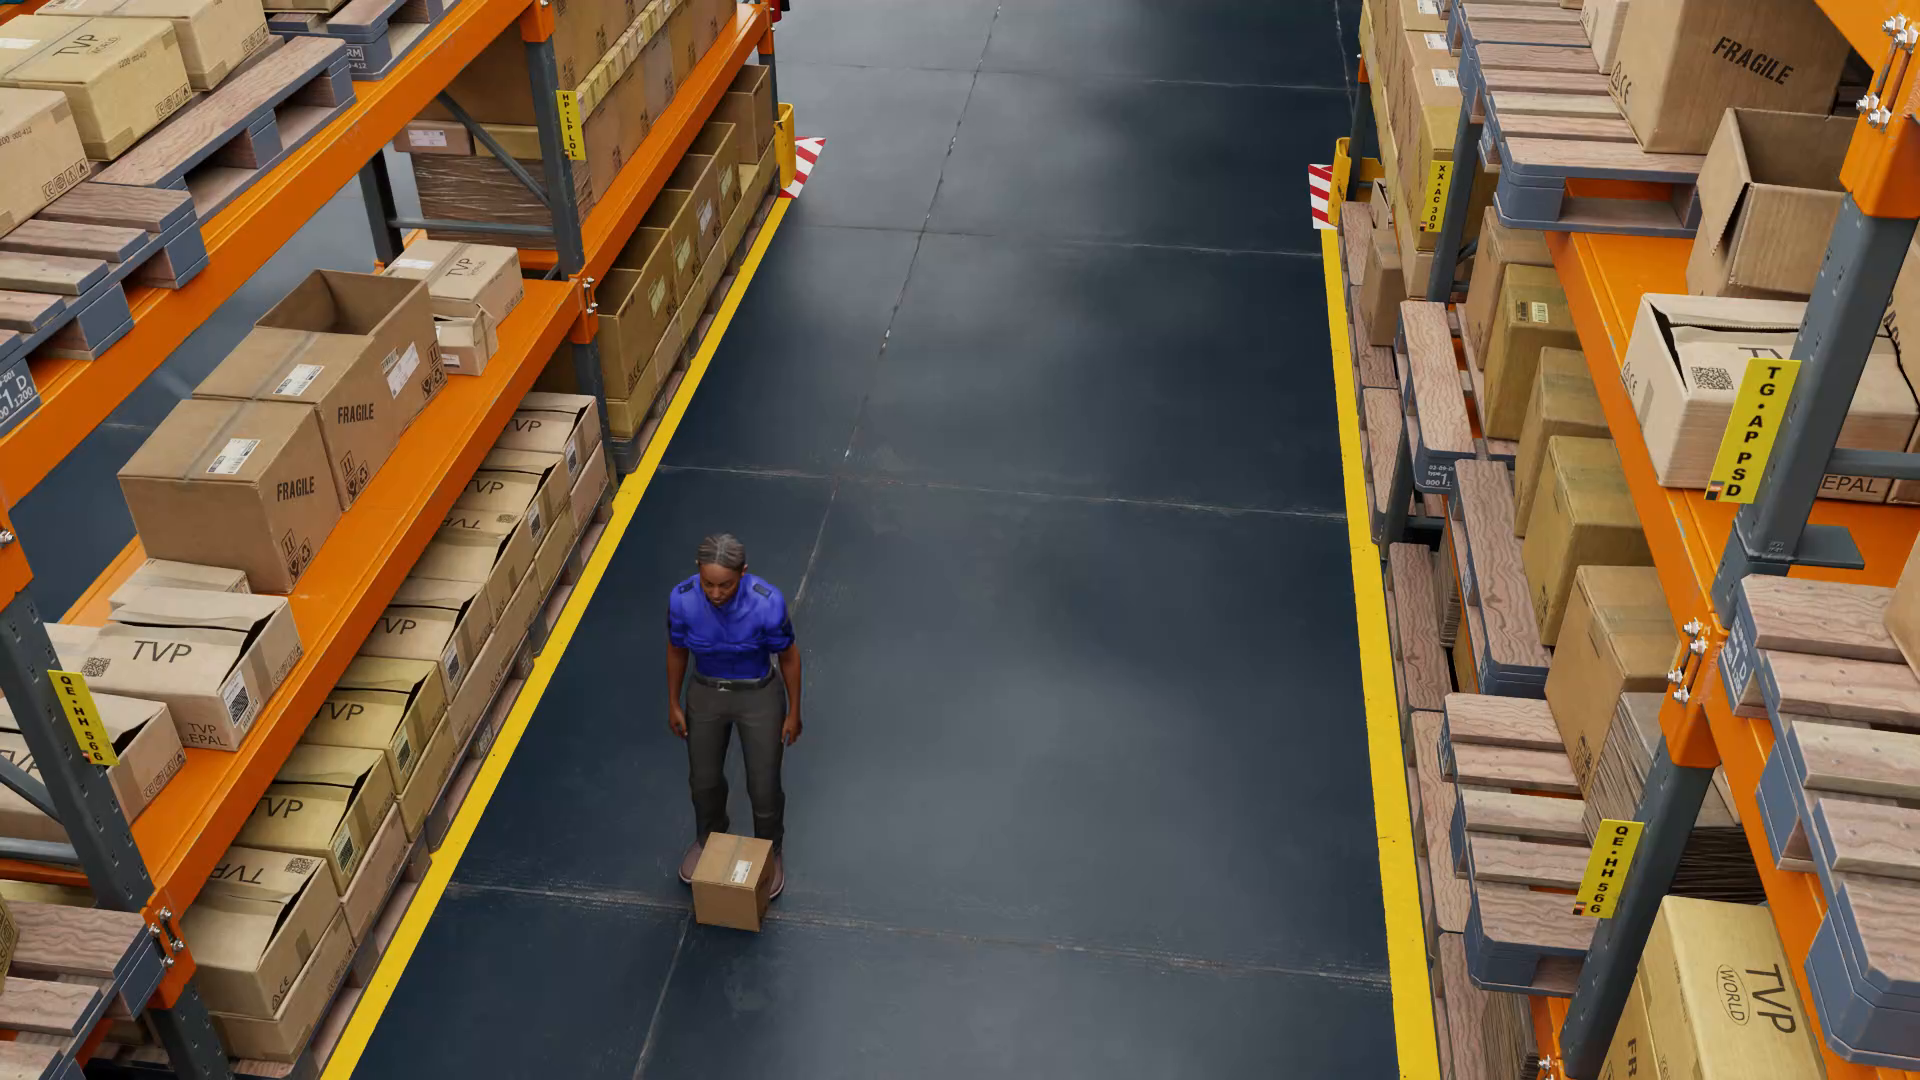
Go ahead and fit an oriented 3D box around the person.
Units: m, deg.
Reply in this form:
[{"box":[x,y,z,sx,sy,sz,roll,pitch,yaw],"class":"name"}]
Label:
[{"box":[-0.849,0.632,6.182,0.527,1.655,0.394,3,36,4],"class":"person"}]
